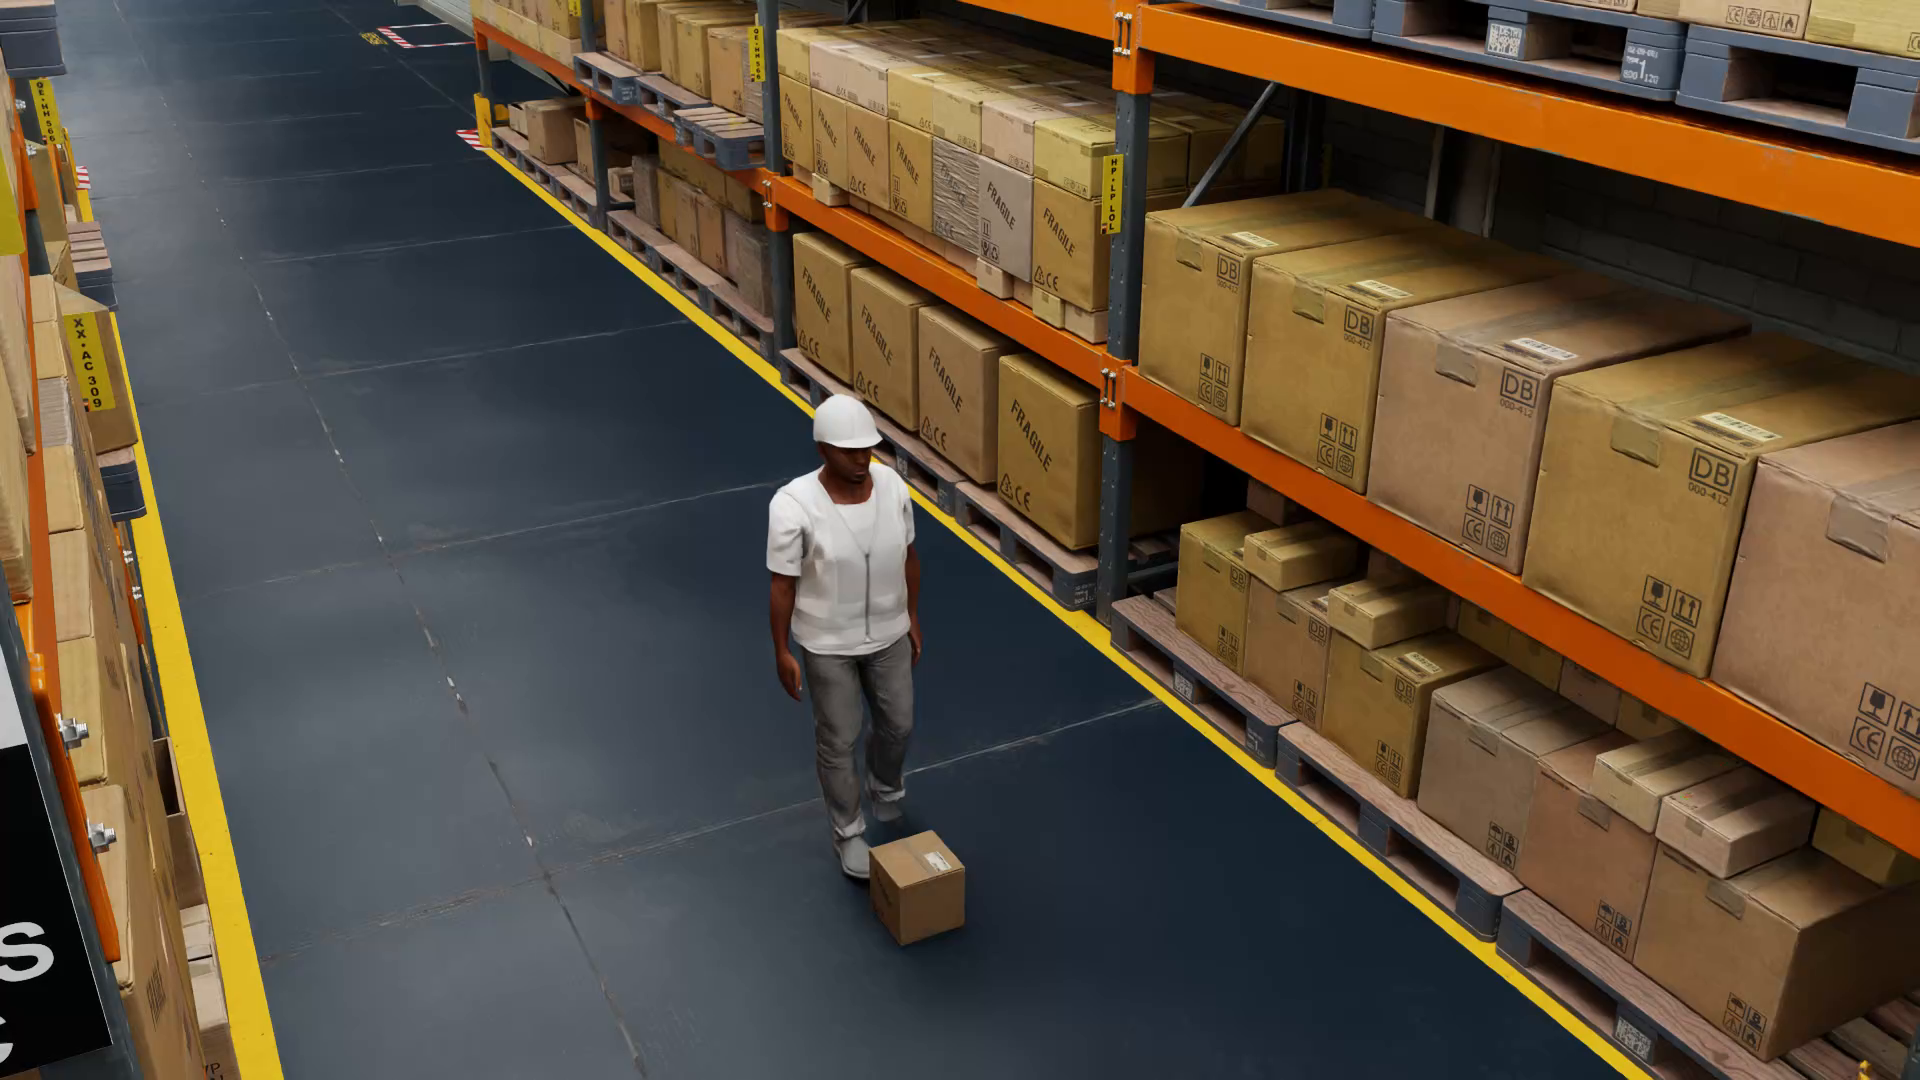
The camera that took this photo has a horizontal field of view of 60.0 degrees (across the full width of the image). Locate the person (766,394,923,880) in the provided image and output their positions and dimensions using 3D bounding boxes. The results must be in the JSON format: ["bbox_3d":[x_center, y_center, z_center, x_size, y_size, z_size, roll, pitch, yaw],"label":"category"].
[{"bbox_3d":[-0.376,0.373,5.871,0.585,1.834,0.516,-13,28,-25],"label":"person"}]
